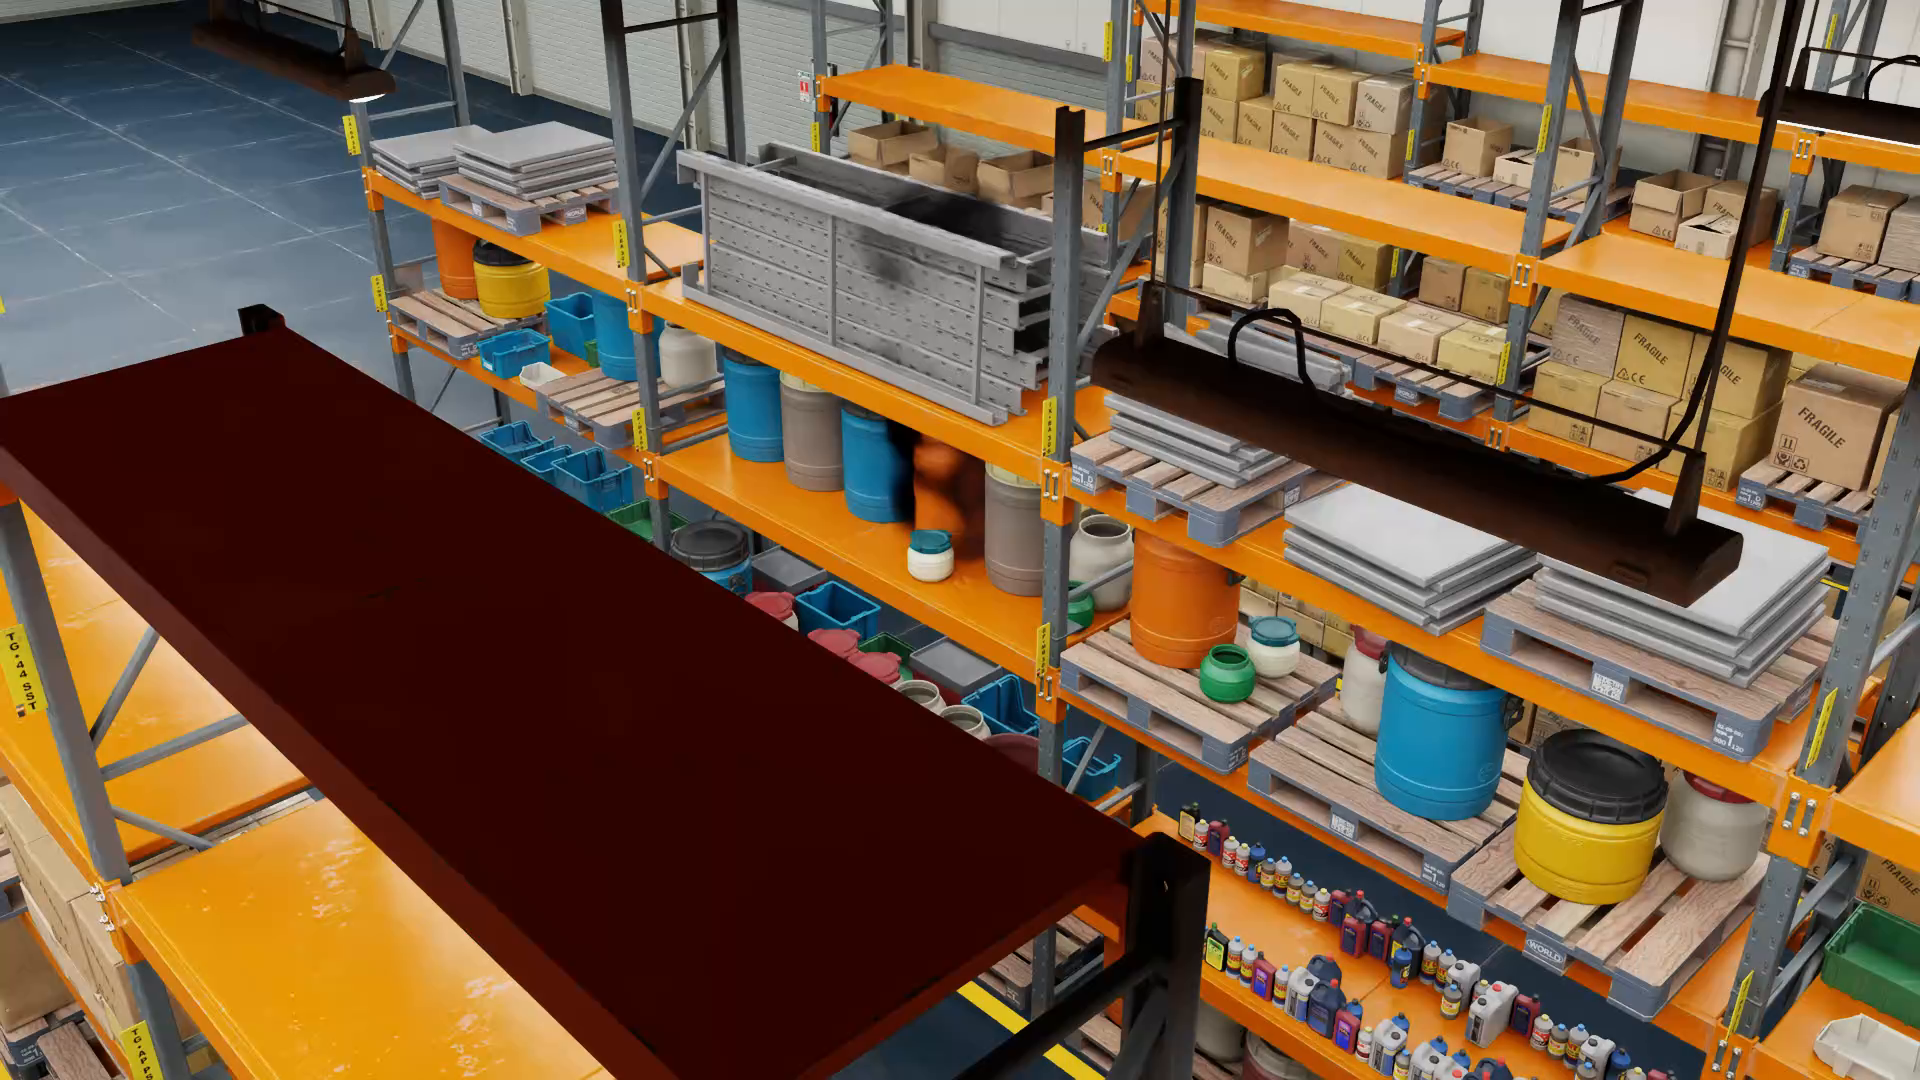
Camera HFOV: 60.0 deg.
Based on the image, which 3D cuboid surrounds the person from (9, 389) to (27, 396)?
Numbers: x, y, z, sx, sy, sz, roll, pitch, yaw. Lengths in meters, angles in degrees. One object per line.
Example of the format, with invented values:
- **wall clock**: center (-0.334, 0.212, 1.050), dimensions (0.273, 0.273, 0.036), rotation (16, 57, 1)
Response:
- **person**: center (-9.029, -0.678, 16.285), dimensions (0.572, 1.730, 0.694), rotation (-7, 29, -12)
